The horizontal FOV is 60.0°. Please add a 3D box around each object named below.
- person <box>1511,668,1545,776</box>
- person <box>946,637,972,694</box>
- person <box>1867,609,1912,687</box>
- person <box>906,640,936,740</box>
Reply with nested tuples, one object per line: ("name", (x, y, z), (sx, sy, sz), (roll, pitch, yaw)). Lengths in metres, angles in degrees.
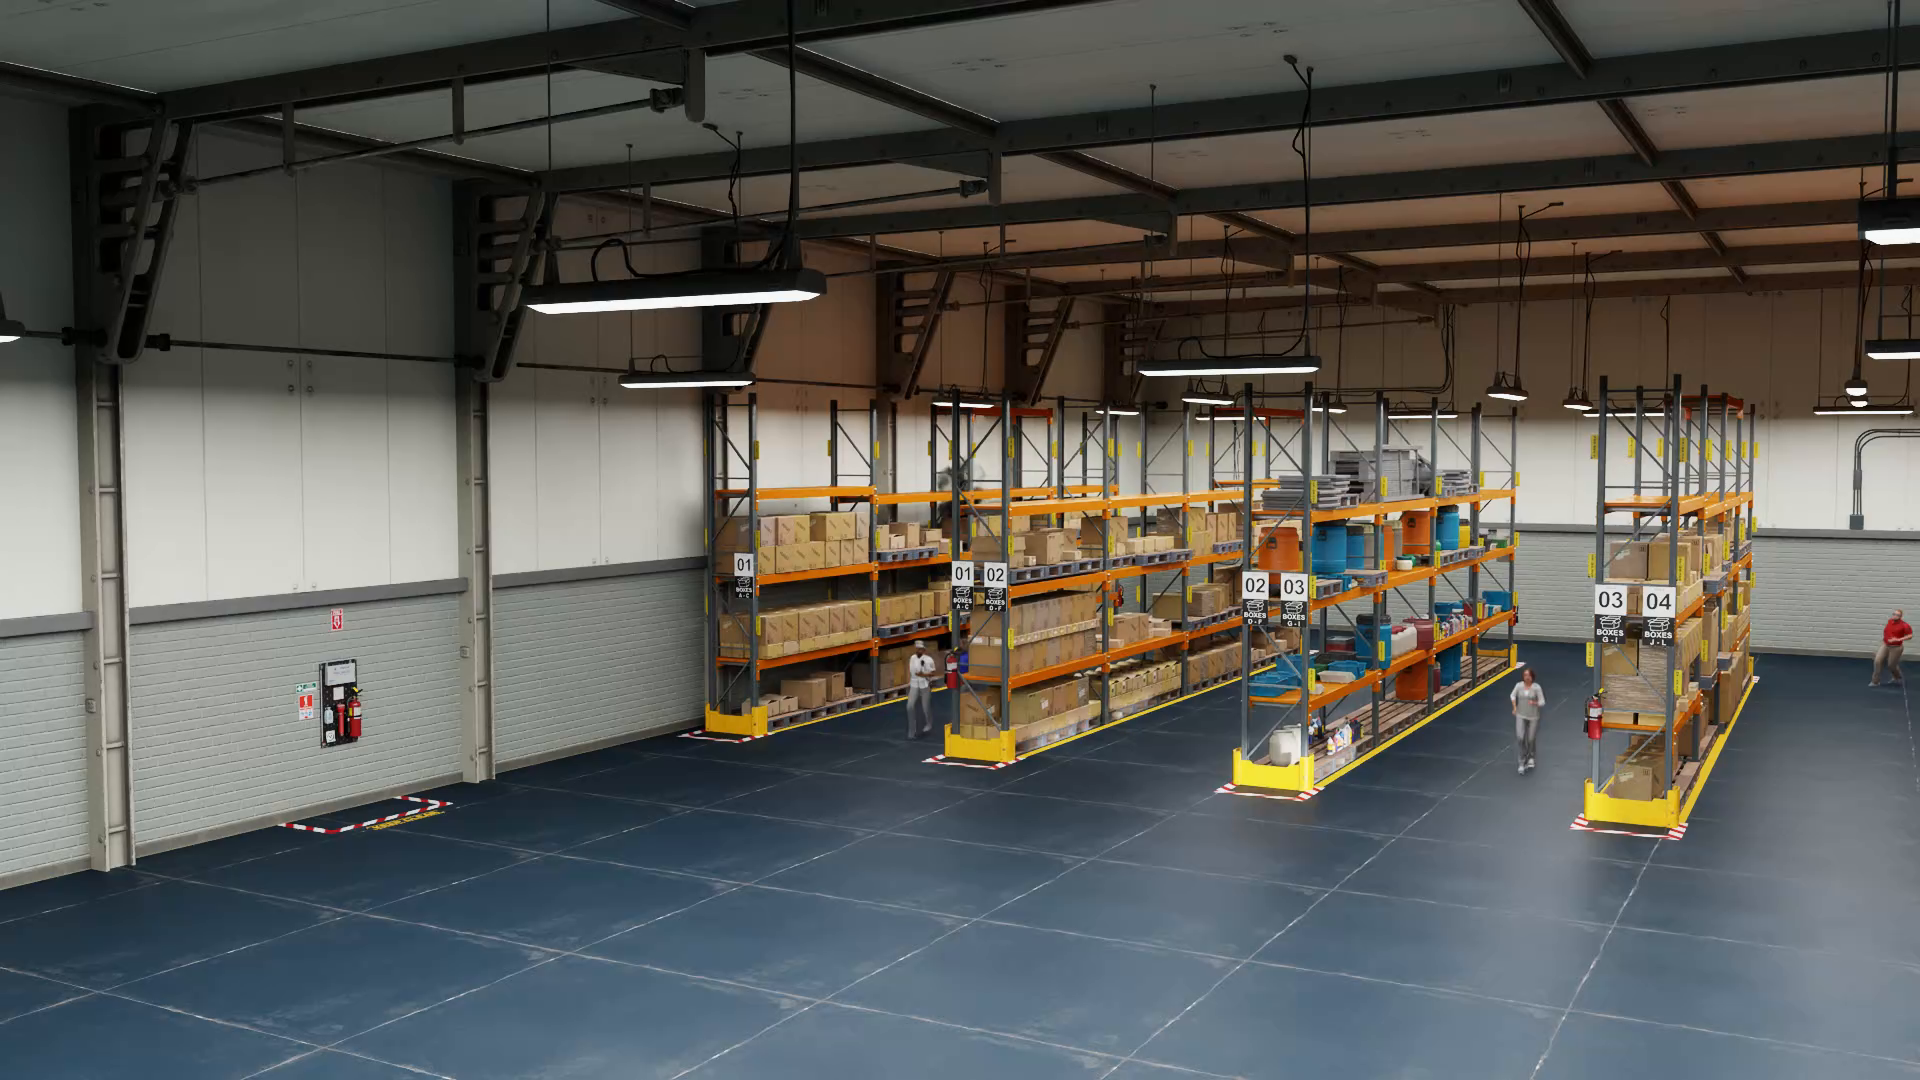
("person", (8.812, 2.801, 25.828), (0.522, 1.636, 0.690), (1, 3, 23))
("person", (-0.001, 2.585, 29.773), (0.561, 1.692, 0.721), (2, 3, 27))
("person", (19.736, 2.308, 35.077), (0.819, 1.726, 0.793), (-1, 3, -23))
("person", (-0.649, 2.606, 29.047), (0.551, 1.751, 0.796), (1, 3, 17))
